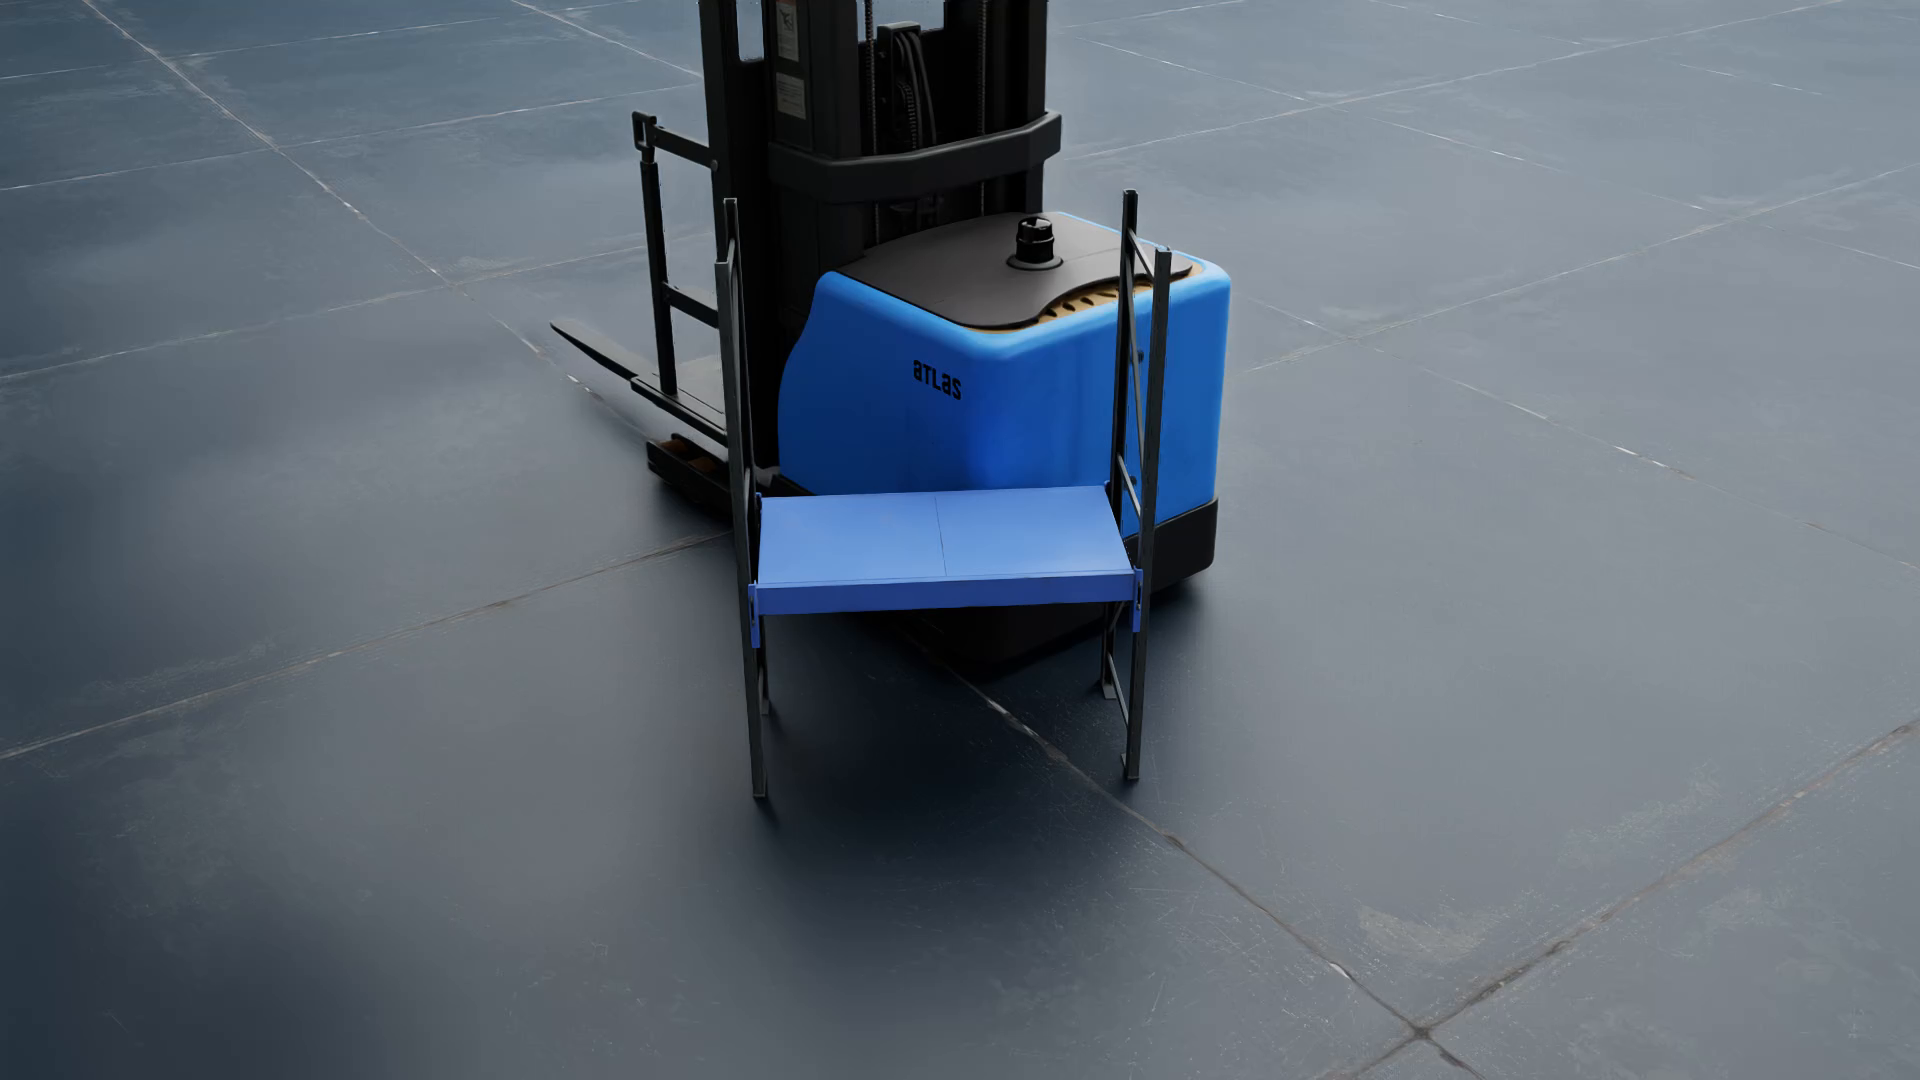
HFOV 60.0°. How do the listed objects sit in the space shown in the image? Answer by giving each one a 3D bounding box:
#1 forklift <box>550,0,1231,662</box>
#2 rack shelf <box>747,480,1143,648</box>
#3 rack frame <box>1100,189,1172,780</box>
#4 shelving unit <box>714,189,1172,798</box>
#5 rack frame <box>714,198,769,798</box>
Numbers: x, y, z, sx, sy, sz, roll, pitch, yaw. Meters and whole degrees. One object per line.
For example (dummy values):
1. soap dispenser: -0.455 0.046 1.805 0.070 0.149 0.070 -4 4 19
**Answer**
1. forklift: -0.494 -1.555 5.543 1.130 2.935 3.031 -22 35 -34
2. rack shelf: -0.053 0.054 4.455 1.000 0.185 0.538 -2 29 -4
3. rack frame: 0.454 -0.123 4.404 0.032 1.500 0.500 -2 29 -4
4. shelving unit: -0.053 -0.104 4.369 1.048 1.500 0.538 -2 29 -4
5. rack frame: -0.559 -0.085 4.334 0.032 1.500 0.500 -2 29 -4
